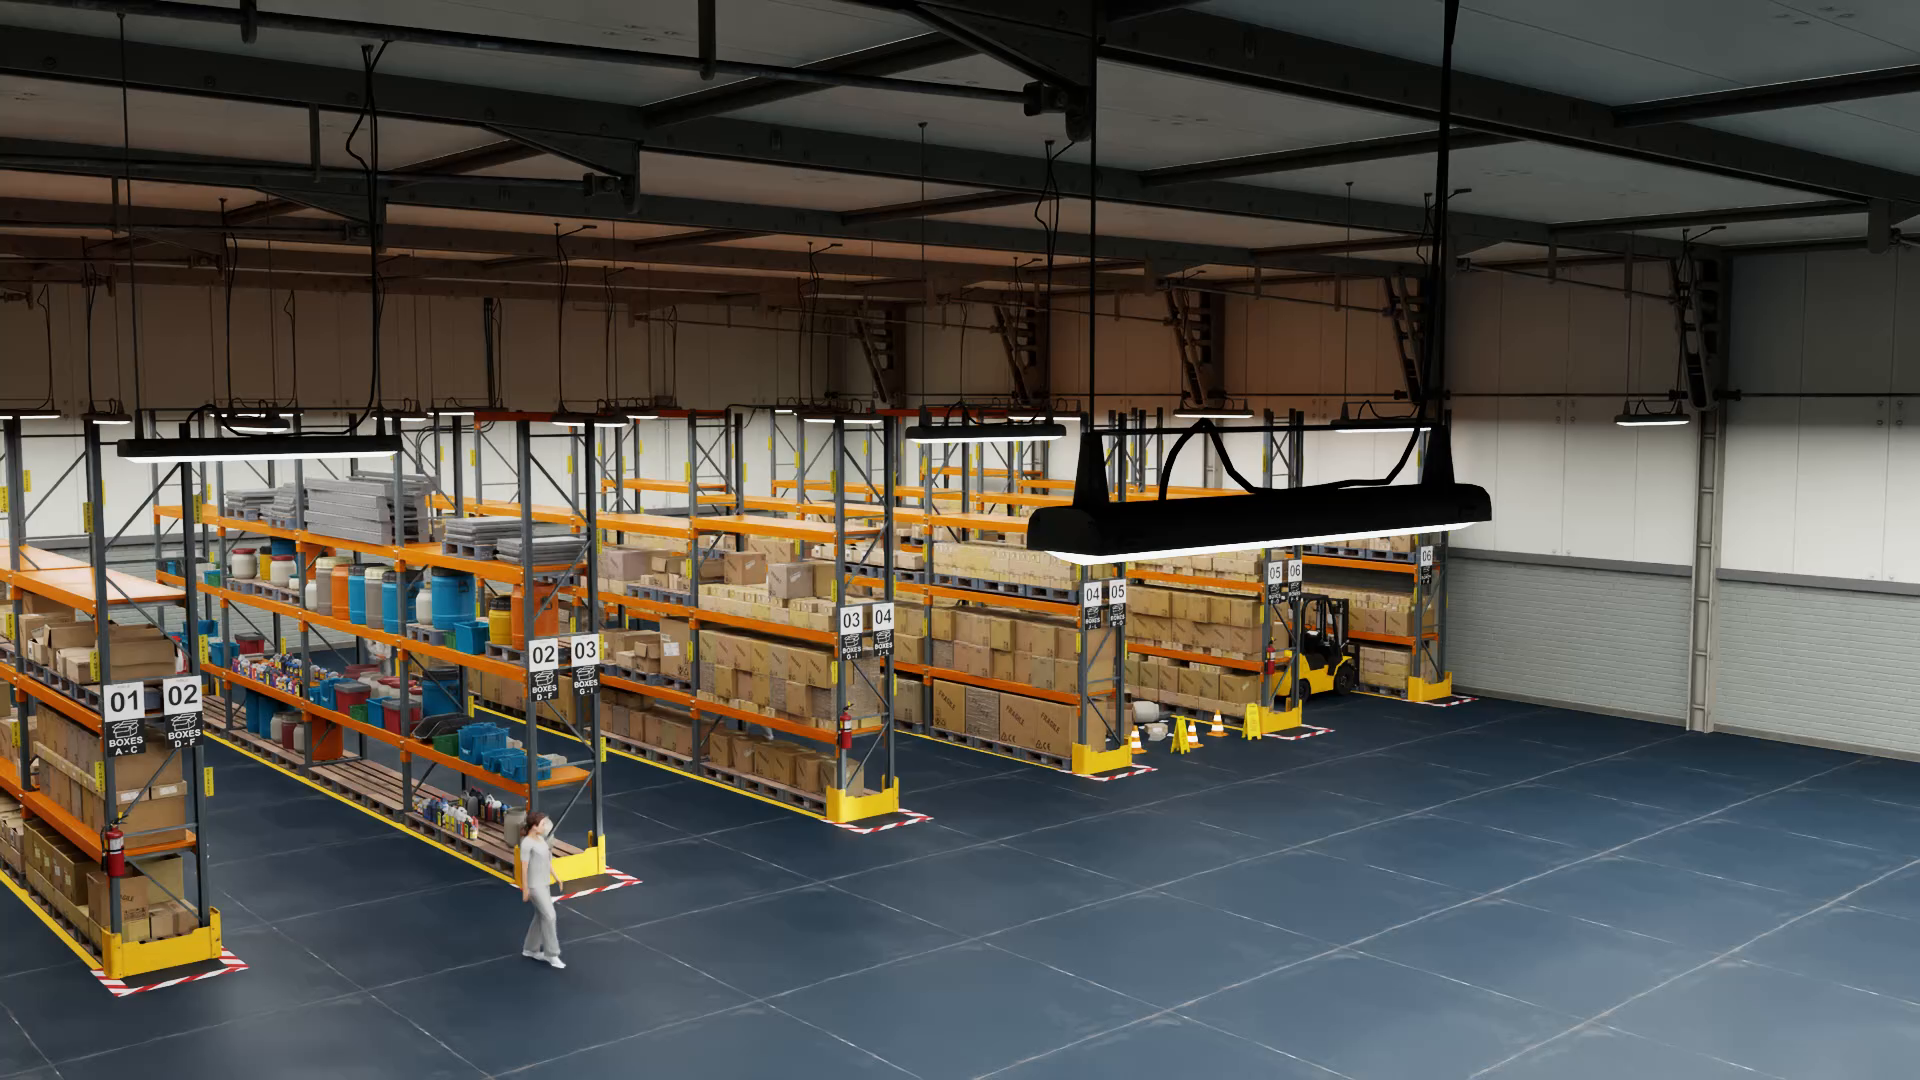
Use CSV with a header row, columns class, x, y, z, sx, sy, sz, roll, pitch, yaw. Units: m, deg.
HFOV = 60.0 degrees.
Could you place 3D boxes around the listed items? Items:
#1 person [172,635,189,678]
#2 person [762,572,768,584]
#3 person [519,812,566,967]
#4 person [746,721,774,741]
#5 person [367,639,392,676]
class,x,y,z,sx,sy,sz,roll,pitch,yaw
person,-14.855,2.676,31.544,0.546,1.729,0.992,-3,6,-30
person,-5.190,1.515,45.511,0.493,1.623,0.916,5,7,43
person,-4.632,3.890,18.539,0.591,1.715,0.466,1,5,8
person,-3.619,2.831,29.956,0.967,1.710,0.562,4,7,41
person,-12.125,2.440,34.771,0.602,1.682,0.724,-3,6,-31
